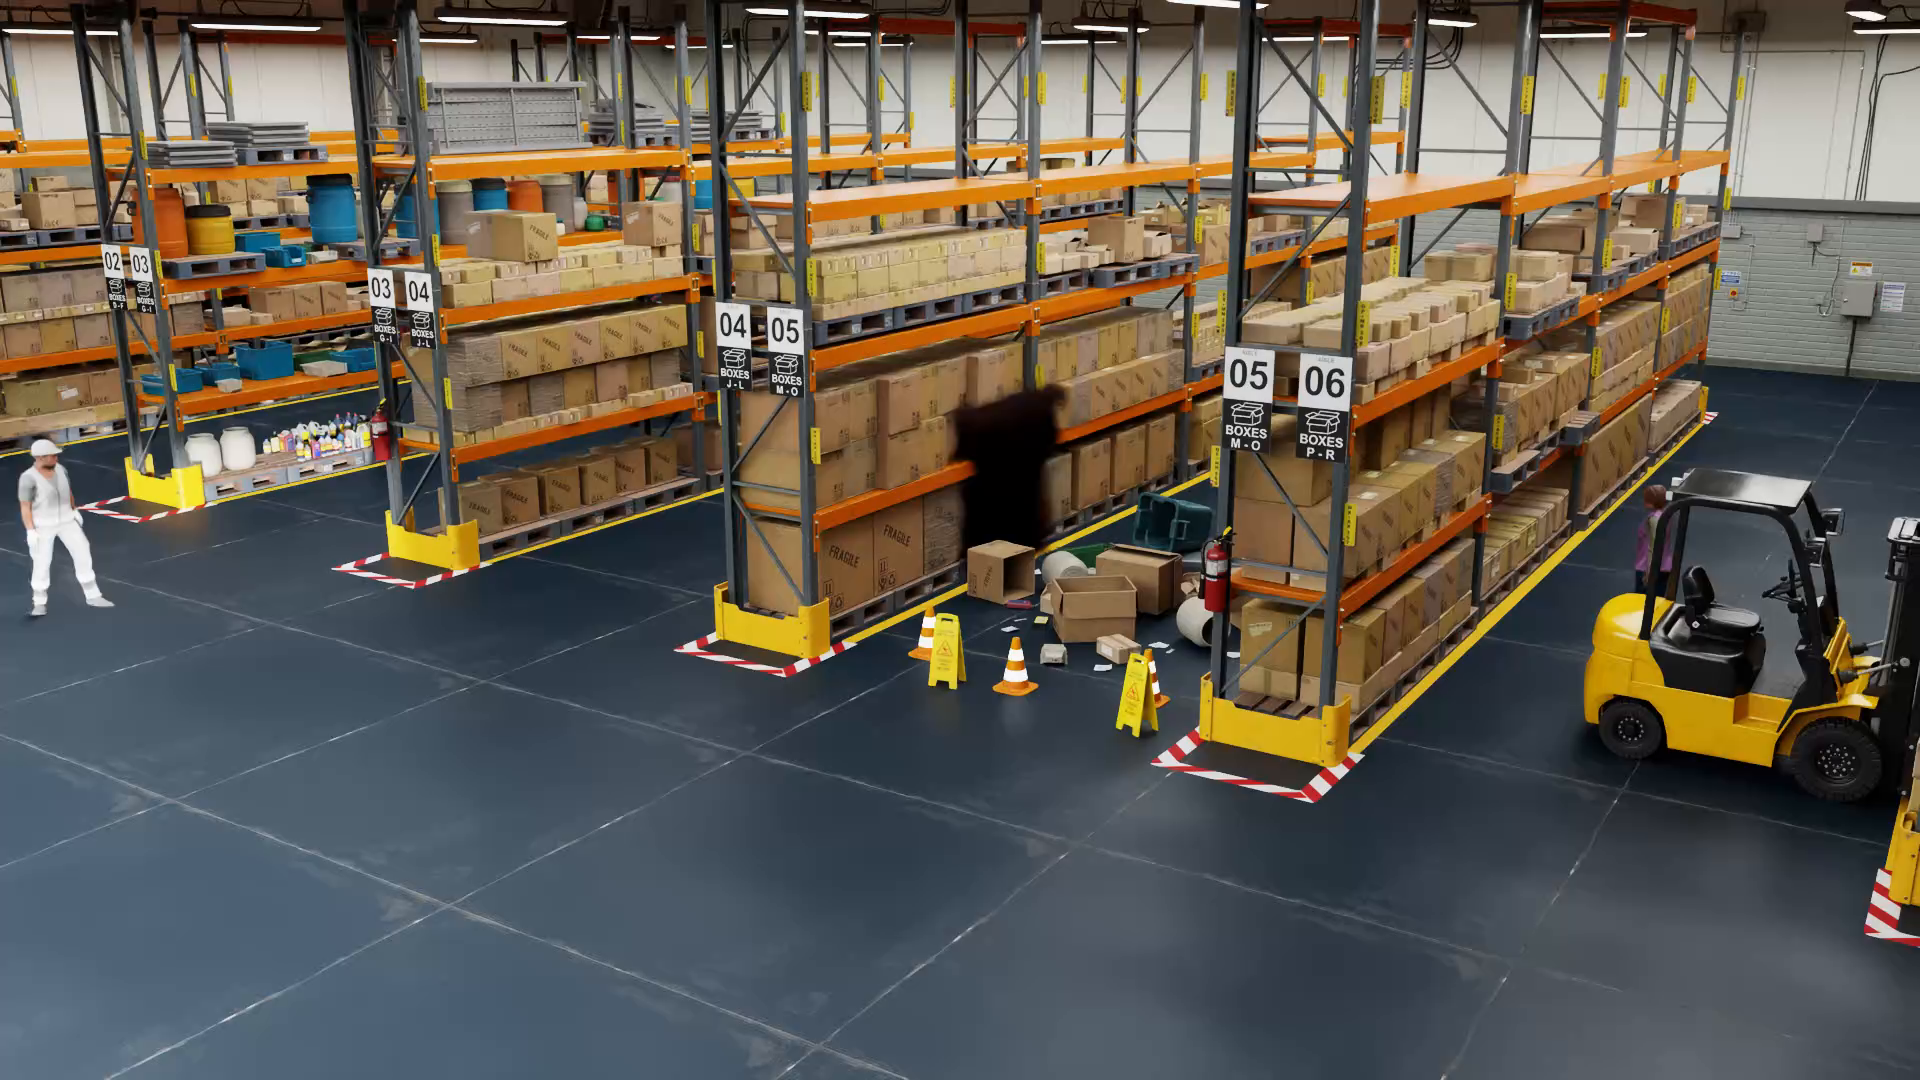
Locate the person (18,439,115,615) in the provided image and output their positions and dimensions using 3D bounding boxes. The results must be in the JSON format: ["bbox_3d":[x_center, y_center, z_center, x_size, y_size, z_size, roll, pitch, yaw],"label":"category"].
[{"bbox_3d":[-8.957,-0.132,16.459,0.525,1.802,0.733,10,18,32],"label":"person"}]

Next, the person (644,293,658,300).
[{"bbox_3d":[-6.046,-4.503,32.495,0.358,1.635,0.464,12,20,37],"label":"person"}]

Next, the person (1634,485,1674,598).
[{"bbox_3d":[6.383,0.278,15.270,0.440,1.600,0.380,-8,17,-25],"label":"person"}]

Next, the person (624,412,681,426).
[{"bbox_3d":[-4.757,-2.572,25.448,0.579,1.598,0.925,11,19,35],"label":"person"}]
